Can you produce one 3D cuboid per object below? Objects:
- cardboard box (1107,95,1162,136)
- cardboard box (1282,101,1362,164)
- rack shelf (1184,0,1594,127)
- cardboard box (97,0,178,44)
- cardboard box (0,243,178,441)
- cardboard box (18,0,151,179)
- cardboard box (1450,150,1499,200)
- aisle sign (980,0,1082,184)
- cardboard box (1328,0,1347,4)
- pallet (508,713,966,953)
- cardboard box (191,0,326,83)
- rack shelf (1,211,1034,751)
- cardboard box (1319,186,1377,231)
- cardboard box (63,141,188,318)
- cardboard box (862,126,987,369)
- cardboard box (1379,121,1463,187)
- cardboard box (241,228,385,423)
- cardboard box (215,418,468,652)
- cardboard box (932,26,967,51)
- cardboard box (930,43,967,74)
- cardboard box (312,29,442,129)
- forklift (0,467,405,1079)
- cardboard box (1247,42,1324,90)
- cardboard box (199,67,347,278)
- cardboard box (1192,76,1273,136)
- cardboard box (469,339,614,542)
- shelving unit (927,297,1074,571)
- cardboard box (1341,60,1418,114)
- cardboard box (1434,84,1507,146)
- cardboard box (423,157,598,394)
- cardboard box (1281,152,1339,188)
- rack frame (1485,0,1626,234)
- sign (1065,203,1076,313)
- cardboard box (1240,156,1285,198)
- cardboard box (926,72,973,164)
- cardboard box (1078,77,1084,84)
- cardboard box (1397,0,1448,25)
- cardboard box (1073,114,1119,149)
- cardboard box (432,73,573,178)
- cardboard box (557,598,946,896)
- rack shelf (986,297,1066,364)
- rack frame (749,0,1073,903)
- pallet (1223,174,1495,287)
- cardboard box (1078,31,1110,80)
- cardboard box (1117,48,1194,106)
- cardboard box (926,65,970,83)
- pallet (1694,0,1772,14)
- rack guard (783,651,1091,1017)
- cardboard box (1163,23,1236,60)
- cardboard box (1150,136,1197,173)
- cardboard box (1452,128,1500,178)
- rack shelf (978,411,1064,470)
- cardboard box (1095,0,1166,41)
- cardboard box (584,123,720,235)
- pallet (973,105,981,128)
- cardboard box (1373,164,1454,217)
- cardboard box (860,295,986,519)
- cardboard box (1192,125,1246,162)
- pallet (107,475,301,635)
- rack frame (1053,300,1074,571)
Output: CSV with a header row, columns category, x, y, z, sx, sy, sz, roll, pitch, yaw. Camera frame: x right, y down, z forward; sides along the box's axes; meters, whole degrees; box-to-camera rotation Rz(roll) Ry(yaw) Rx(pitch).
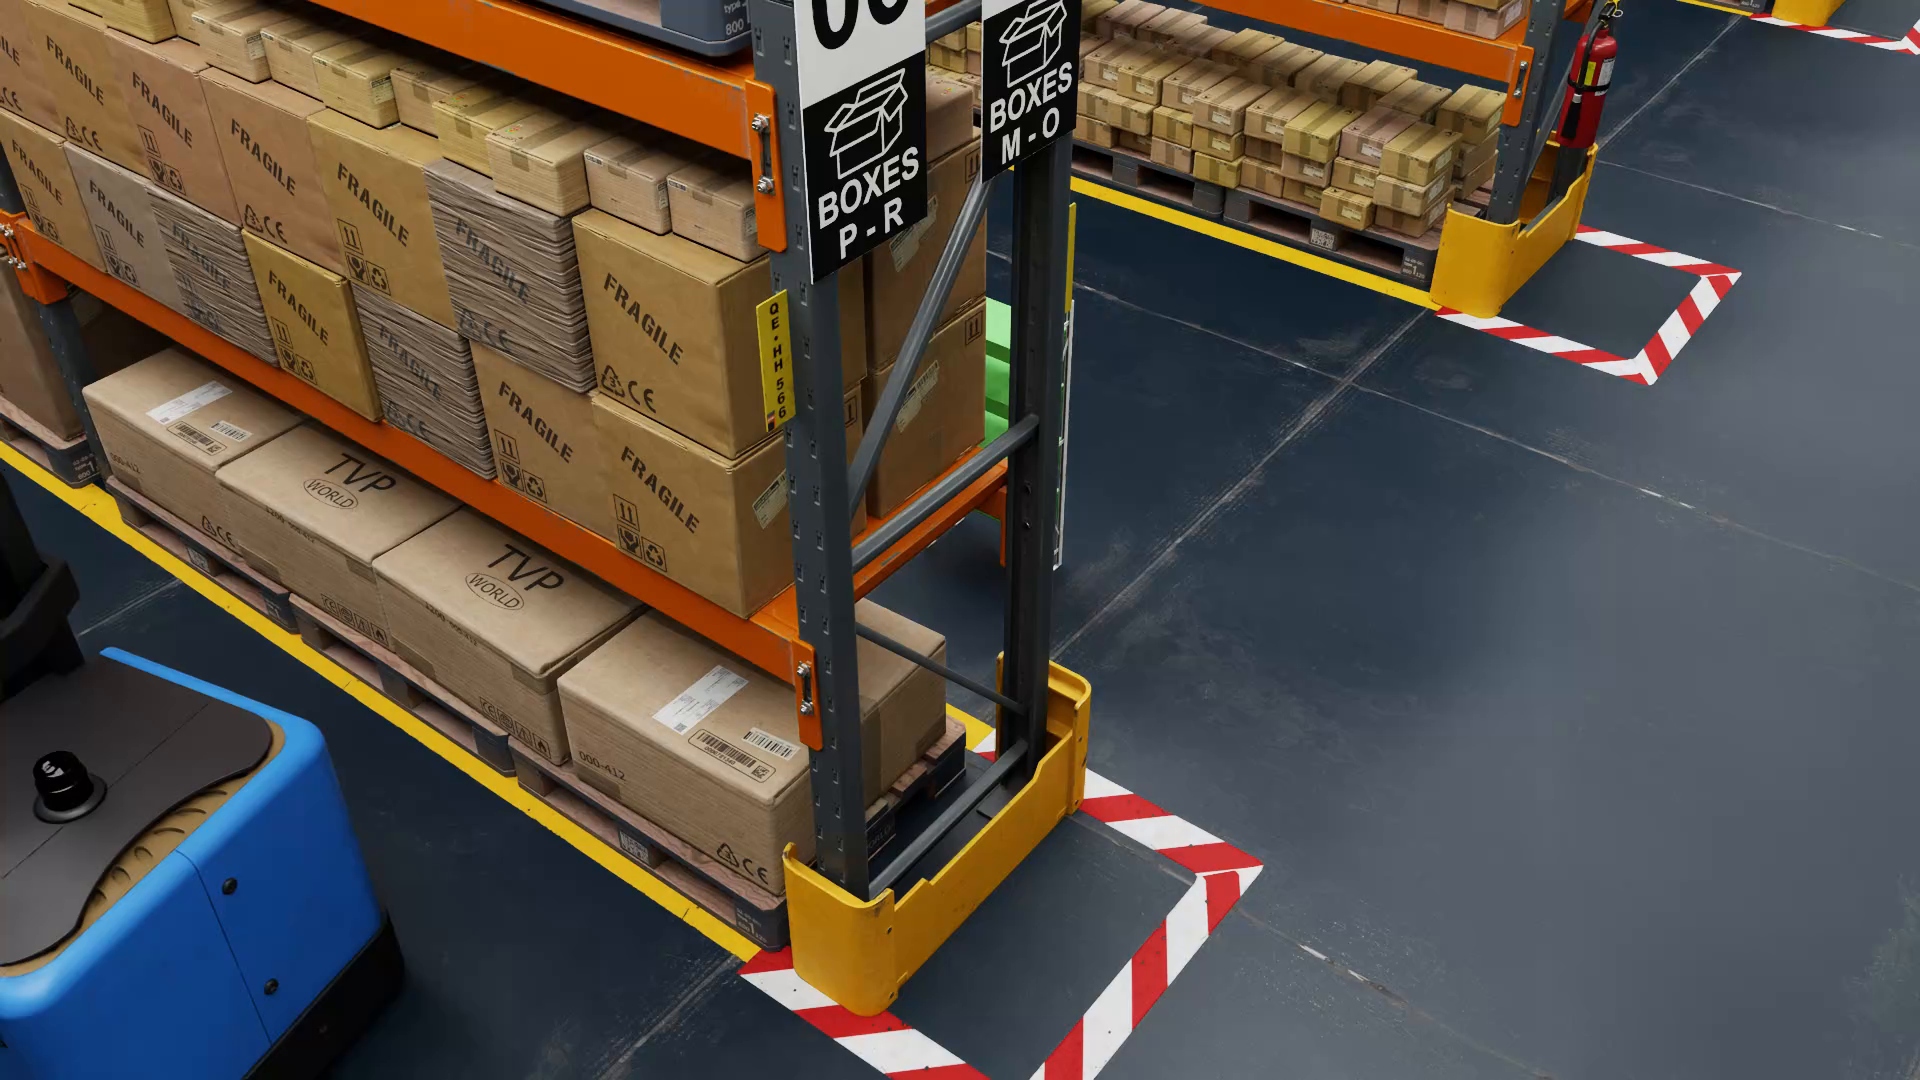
category,x,y,z,sx,sy,sz,roll,pitch,yaw
cardboard box,1.010,-2.362,9.065,0.250,0.149,0.380,26,45,29
cardboard box,1.841,-2.077,8.458,0.250,0.149,0.380,24,44,28
rack shelf,1.275,-3.034,8.776,4.000,0.370,1.077,25,45,29
cardboard box,-2.352,-1.648,5.003,0.250,0.149,0.380,24,44,27
cardboard box,-3.782,-1.127,7.138,0.875,0.875,0.875,27,45,30
cardboard box,-2.613,-1.549,5.403,0.500,0.500,0.500,25,44,28
cardboard box,2.641,-1.964,8.797,0.250,0.149,0.380,26,45,29
aisle sign,0.169,-1.245,3.799,0.004,0.787,0.394,25,45,29
cardboard box,1.832,-2.735,8.014,0.250,0.149,0.380,27,45,30
pallet,-0.747,0.730,5.646,1.213,0.211,1.003,25,45,29
cardboard box,-1.950,-1.468,4.774,0.250,0.149,0.380,25,45,29
rack shelf,-1.653,-0.572,5.631,4.000,0.370,1.077,25,45,29
cardboard box,2.052,-1.753,8.528,0.250,0.149,0.380,27,45,30
cardboard box,-2.630,-1.150,5.704,0.500,0.500,0.500,26,45,29
cardboard box,-0.272,-0.859,4.522,0.500,0.500,0.500,24,44,28
cardboard box,2.289,-1.920,8.258,0.250,0.149,0.380,26,45,29
cardboard box,-1.830,-0.767,5.216,0.500,0.500,0.500,27,45,30
cardboard box,-2.096,-0.139,6.231,0.875,0.438,0.875,24,44,27
cardboard box,0.016,-2.981,9.613,0.250,0.149,0.380,28,46,31
cardboard box,0.035,-2.883,9.730,0.250,0.149,0.380,26,45,29
cardboard box,-1.518,-1.283,4.536,0.250,0.149,0.380,26,45,30
forklift,-3.225,0.071,4.281,3.031,2.935,1.130,16,41,19
cardboard box,1.777,-2.570,9.089,0.250,0.149,0.380,27,45,30
cardboard box,-1.814,-1.161,4.908,0.500,0.500,0.500,25,44,28
cardboard box,1.427,-2.278,8.716,0.250,0.149,0.380,27,45,30
cardboard box,-0.997,-0.392,4.737,0.500,0.500,0.500,24,44,28
shelving unit,0.131,-0.410,6.301,0.503,1.200,0.258,25,45,29
cardboard box,2.239,-2.409,8.884,0.250,0.149,0.380,25,45,28
cardboard box,2.653,-2.208,8.626,0.250,0.149,0.380,23,44,27
cardboard box,-1.024,-0.785,4.427,0.500,0.500,0.500,25,45,29
cardboard box,1.857,-1.980,8.576,0.250,0.149,0.380,23,44,27
rack frame,2.863,-2.568,7.597,0.127,3.000,1.000,25,45,29
sign,0.278,-0.748,4.506,0.005,0.325,0.100,25,45,29
cardboard box,1.691,-1.980,8.818,0.250,0.149,0.380,26,45,29
cardboard box,-0.178,-1.064,4.257,0.250,0.149,0.380,26,45,29
cardboard box,0.667,-2.592,9.359,0.250,0.149,0.380,27,46,30
cardboard box,2.258,-2.565,7.796,0.250,0.149,0.380,25,45,29
cardboard box,0.835,-2.349,9.290,0.250,0.149,0.380,24,44,27
cardboard box,-1.118,-1.085,4.284,0.250,0.149,0.380,26,45,30
cardboard box,-0.649,0.539,5.367,0.875,0.438,0.875,24,44,27
rack shelf,0.131,-0.738,6.044,0.480,0.148,0.258,25,45,29
rack frame,-0.064,-0.107,4.453,0.127,3.000,1.000,25,45,29
pallet,2.179,-1.820,8.904,1.213,0.211,1.003,25,45,29
cardboard box,0.621,-2.688,9.240,0.250,0.149,0.380,26,45,29
cardboard box,1.059,-2.515,9.019,0.250,0.149,0.380,25,45,29
cardboard box,-0.009,-2.716,9.758,0.250,0.149,0.380,27,45,30
pallet,5.274,-4.122,11.844,1.213,0.211,1.003,25,45,29
rack guard,-0.045,0.887,5.212,0.348,0.500,1.175,25,45,29
cardboard box,1.338,-2.738,9.304,0.250,0.149,0.380,25,45,29
cardboard box,1.245,-2.157,9.044,0.250,0.149,0.380,26,45,29
cardboard box,2.603,-2.050,8.666,0.250,0.149,0.380,27,46,30
rack shelf,0.131,-0.360,6.340,0.480,0.148,0.258,25,45,29
cardboard box,0.986,-2.980,9.612,0.250,0.149,0.380,23,44,27
cardboard box,-0.687,-0.915,4.067,0.250,0.149,0.380,26,45,29
pallet,0.241,-2.734,10.071,1.213,0.211,1.003,25,45,29
cardboard box,2.270,-1.786,8.329,0.250,0.149,0.380,24,44,27
cardboard box,-0.271,-0.466,4.831,0.500,0.500,0.500,25,44,28
cardboard box,1.437,-2.168,8.816,0.250,0.149,0.380,26,45,29
pallet,-2.685,-0.184,6.813,1.213,0.211,1.003,25,45,29
rack frame,0.325,-0.319,6.184,0.015,1.200,0.240,25,45,29
